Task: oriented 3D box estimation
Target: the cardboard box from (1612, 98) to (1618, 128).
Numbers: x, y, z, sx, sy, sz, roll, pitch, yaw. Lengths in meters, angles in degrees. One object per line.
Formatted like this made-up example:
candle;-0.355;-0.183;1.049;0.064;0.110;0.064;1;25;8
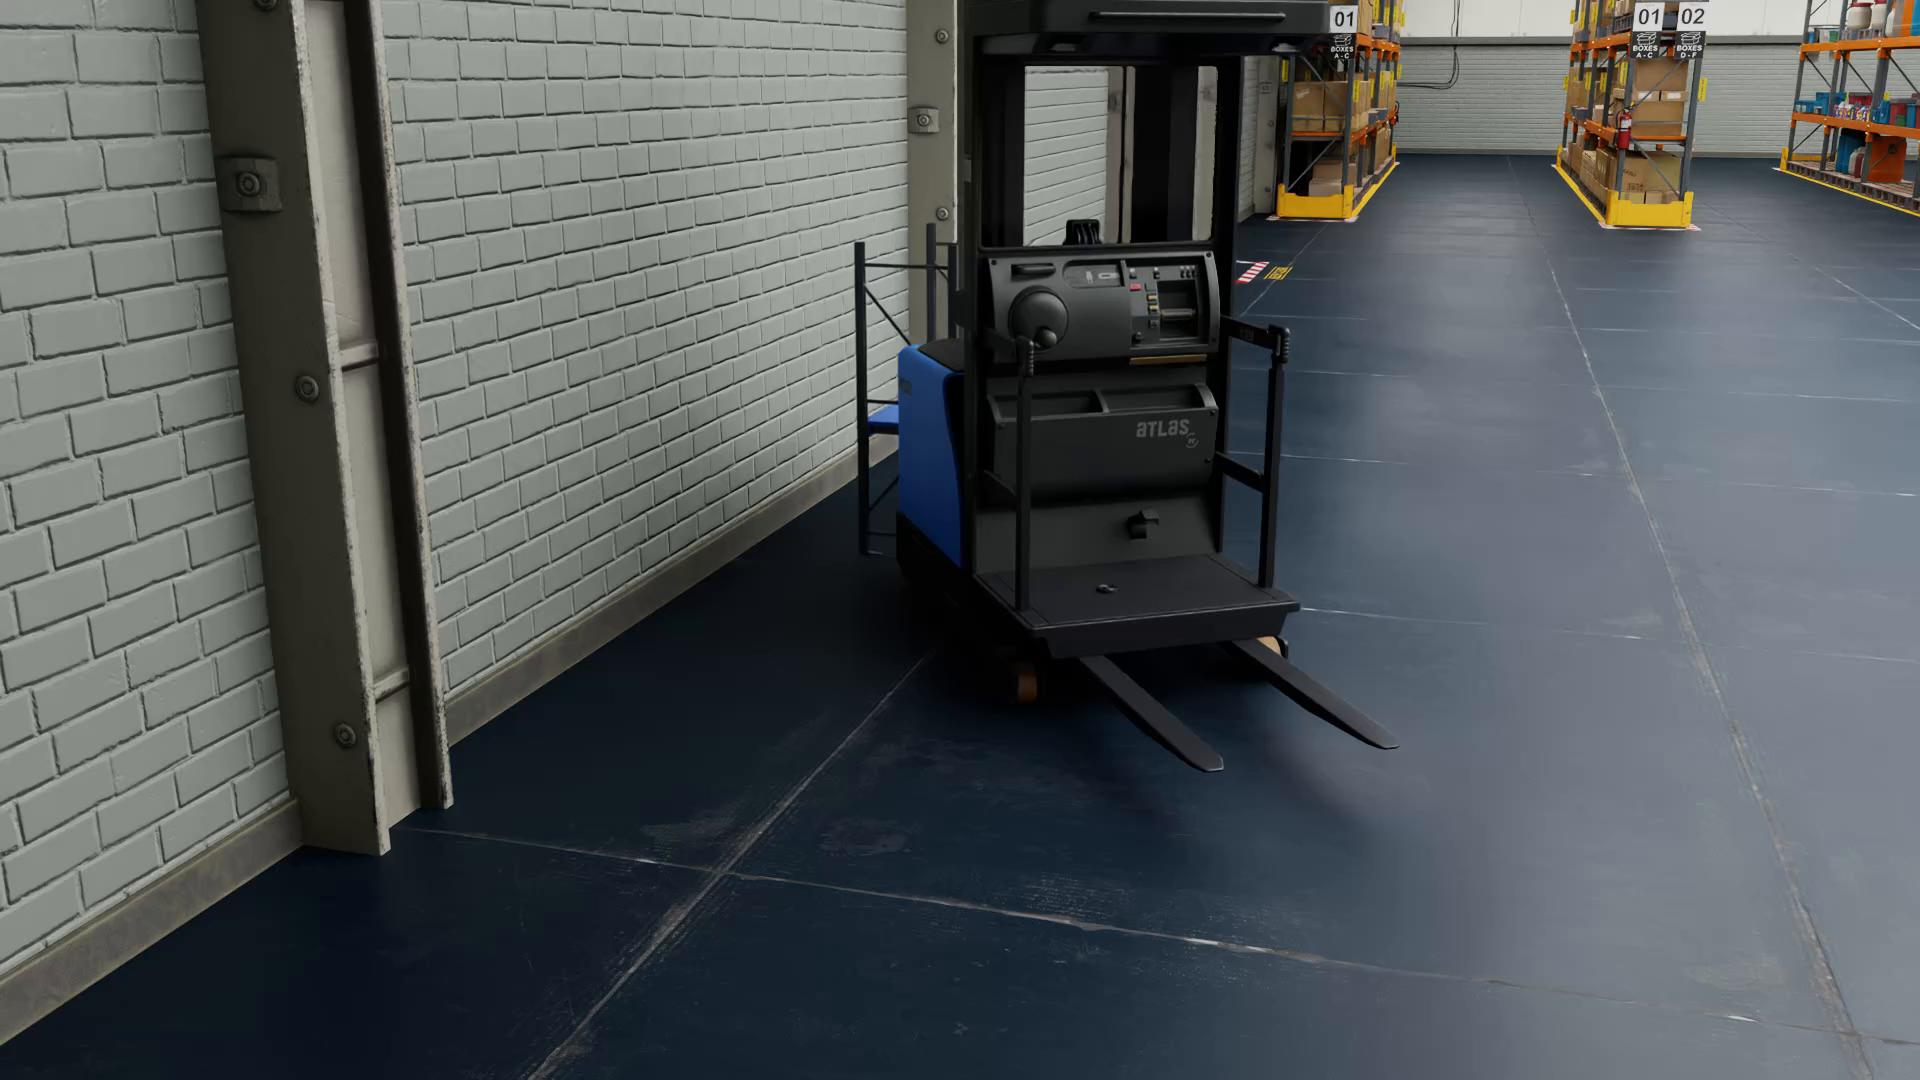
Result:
cardboard box;11.389;-7.182;27.971;0.700;0.500;0.500;4;16;14

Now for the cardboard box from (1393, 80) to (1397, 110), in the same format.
cardboard box;10.033;-10.784;40.301;0.980;0.700;0.700;5;17;18

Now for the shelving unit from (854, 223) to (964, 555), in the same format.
shelving unit;-0.090;-0.771;8.300;0.538;1.500;1.048;5;17;17

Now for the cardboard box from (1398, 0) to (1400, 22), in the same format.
cardboard box;9.929;-12.275;38.562;0.500;0.500;0.500;4;16;13

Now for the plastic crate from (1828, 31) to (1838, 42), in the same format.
plastic crate;18.483;-10.584;34.958;0.416;0.233;0.300;5;16;16

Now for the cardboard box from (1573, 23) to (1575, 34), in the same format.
cardboard box;14.523;-11.888;38.605;0.500;0.250;0.500;5;16;16

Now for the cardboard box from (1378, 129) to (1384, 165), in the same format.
cardboard box;8.722;-8.482;35.906;0.750;0.750;0.750;5;17;18

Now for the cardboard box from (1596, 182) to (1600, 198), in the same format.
cardboard box;10.792;-5.771;27.449;0.500;0.250;0.500;5;16;16

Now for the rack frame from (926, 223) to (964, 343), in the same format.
rack frame;0.067;-0.903;8.765;0.500;1.500;0.032;5;17;17

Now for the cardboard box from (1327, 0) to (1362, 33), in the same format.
cardboard box;5.956;-8.156;25.872;0.500;0.500;0.500;5;17;17

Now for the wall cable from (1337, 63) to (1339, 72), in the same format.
wall cable;9.625;-11.671;42.117;0.084;1.984;1.851;5;16;16

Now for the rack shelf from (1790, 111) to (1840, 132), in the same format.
rack shelf;19.098;-9.136;36.360;1.077;0.370;4.000;5;16;16

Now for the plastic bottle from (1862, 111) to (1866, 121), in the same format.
plastic bottle;17.243;-8.070;31.649;0.097;0.201;0.097;0;16;0

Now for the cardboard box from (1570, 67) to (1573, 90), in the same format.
cardboard box;14.252;-10.556;38.033;0.500;0.500;0.500;5;17;17

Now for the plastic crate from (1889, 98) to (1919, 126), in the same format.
plastic crate;16.641;-7.544;29.312;0.402;0.464;0.583;5;16;16

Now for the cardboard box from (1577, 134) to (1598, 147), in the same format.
cardboard box;12.985;-8.213;34.189;0.500;0.250;0.500;4;16;15

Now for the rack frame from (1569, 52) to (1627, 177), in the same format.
rack frame;13.782;-9.344;35.775;1.000;3.000;0.127;5;16;16

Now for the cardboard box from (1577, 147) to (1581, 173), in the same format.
cardboard box;12.833;-7.705;33.771;0.500;0.500;0.500;4;16;14

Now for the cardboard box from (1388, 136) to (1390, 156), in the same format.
cardboard box;10.065;-9.582;40.426;0.700;0.500;0.500;5;16;16

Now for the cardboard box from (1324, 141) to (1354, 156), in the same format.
cardboard box;7.073;-7.313;31.016;0.500;0.250;0.500;4;16;15

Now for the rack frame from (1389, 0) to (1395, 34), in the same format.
rack frame;9.032;-12.613;36.307;1.000;3.000;0.127;5;16;16

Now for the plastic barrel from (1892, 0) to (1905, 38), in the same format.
plastic barrel;16.952;-9.398;29.552;0.600;0.901;0.600;0;16;0

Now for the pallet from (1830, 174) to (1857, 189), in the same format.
pallet;17.926;-7.098;32.969;1.003;0.211;1.213;5;16;16

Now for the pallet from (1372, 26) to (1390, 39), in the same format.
pallet;7.327;-9.412;30.861;1.213;0.211;1.003;5;16;16

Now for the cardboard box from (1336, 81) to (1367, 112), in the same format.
cardboard box;6.630;-7.523;28.218;0.500;0.500;0.500;4;16;14

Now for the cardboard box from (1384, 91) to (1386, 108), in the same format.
cardboard box;8.856;-9.522;35.640;0.500;0.500;0.500;5;16;16

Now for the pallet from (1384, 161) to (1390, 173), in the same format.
pallet;9.323;-8.578;38.186;1.003;0.211;1.213;5;16;16

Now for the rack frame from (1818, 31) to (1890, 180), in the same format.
rack frame;18.530;-8.959;34.417;1.000;3.000;0.127;5;16;16

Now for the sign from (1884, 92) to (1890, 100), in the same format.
sign;19.057;-9.049;34.227;0.100;0.325;0.005;5;16;16

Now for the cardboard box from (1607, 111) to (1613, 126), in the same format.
cardboard box;11.582;-7.430;29.276;0.396;0.266;0.258;4;16;15

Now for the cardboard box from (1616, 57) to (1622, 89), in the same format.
cardboard box;11.389;-7.806;27.794;0.700;0.500;0.500;5;17;16

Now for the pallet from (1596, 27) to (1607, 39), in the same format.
pallet;12.538;-9.465;31.052;1.213;0.211;1.003;5;17;18

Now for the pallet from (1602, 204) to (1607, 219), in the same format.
pallet;10.549;-5.066;25.804;1.003;0.211;1.213;5;16;16

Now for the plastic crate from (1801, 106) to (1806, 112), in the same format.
plastic crate;18.918;-9.613;37.098;0.250;0.136;0.298;5;16;16

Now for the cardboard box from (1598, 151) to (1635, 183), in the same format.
cardboard box;10.793;-6.132;27.347;0.500;0.500;0.500;5;16;16

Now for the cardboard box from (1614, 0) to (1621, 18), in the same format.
cardboard box;11.113;-8.900;27.504;0.500;0.500;0.500;6;17;20

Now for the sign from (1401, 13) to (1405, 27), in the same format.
sign;10.685;-12.559;40.135;0.100;0.325;0.005;5;16;16

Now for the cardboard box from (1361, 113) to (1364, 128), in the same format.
cardboard box;6.495;-7.030;27.855;0.500;0.250;0.500;5;17;16

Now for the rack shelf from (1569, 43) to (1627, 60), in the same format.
rack shelf;14.350;-10.964;37.309;1.077;0.370;4.000;5;16;16

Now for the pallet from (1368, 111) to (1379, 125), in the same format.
pallet;7.115;-7.730;30.438;1.003;0.211;1.213;5;16;16

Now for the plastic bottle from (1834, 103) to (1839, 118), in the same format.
plastic bottle;17.979;-8.805;34.089;0.061;0.283;0.133;5;16;16

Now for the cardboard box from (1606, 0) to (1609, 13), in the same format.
cardboard box;13.065;-10.650;32.868;0.500;0.500;0.500;5;16;16

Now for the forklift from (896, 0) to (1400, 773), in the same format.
forklift;0.622;-0.916;6.188;1.130;2.935;3.031;-5;17;-16

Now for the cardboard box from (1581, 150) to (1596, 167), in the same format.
cardboard box;12.215;-7.332;31.924;0.500;0.311;0.500;5;17;18

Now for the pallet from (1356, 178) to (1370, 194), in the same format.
pallet;7.323;-6.816;31.975;1.003;0.211;1.213;5;16;16

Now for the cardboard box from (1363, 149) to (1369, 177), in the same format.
cardboard box;7.740;-7.497;33.039;0.700;0.500;0.500;5;17;17

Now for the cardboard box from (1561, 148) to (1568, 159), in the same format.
cardboard box;14.350;-9.028;38.895;0.500;0.250;0.500;5;16;16

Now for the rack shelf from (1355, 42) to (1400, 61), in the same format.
rack shelf;9.600;-11.347;38.660;1.077;0.370;4.000;5;16;16

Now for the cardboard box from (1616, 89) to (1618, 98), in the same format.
cardboard box;11.030;-7.354;27.387;0.380;0.149;0.250;4;16;15

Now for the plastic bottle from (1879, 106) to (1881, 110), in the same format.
plastic bottle;18.318;-8.511;33.074;0.097;0.271;0.097;0;16;0

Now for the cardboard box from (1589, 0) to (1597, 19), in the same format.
cardboard box;13.884;-11.446;35.675;0.700;0.500;0.500;5;16;16

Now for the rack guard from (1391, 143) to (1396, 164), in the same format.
rack guard;10.175;-9.577;41.179;1.175;0.500;0.348;5;16;16

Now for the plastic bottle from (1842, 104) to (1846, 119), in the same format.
plastic bottle;17.764;-8.607;33.392;0.061;0.283;0.133;5;16;16
